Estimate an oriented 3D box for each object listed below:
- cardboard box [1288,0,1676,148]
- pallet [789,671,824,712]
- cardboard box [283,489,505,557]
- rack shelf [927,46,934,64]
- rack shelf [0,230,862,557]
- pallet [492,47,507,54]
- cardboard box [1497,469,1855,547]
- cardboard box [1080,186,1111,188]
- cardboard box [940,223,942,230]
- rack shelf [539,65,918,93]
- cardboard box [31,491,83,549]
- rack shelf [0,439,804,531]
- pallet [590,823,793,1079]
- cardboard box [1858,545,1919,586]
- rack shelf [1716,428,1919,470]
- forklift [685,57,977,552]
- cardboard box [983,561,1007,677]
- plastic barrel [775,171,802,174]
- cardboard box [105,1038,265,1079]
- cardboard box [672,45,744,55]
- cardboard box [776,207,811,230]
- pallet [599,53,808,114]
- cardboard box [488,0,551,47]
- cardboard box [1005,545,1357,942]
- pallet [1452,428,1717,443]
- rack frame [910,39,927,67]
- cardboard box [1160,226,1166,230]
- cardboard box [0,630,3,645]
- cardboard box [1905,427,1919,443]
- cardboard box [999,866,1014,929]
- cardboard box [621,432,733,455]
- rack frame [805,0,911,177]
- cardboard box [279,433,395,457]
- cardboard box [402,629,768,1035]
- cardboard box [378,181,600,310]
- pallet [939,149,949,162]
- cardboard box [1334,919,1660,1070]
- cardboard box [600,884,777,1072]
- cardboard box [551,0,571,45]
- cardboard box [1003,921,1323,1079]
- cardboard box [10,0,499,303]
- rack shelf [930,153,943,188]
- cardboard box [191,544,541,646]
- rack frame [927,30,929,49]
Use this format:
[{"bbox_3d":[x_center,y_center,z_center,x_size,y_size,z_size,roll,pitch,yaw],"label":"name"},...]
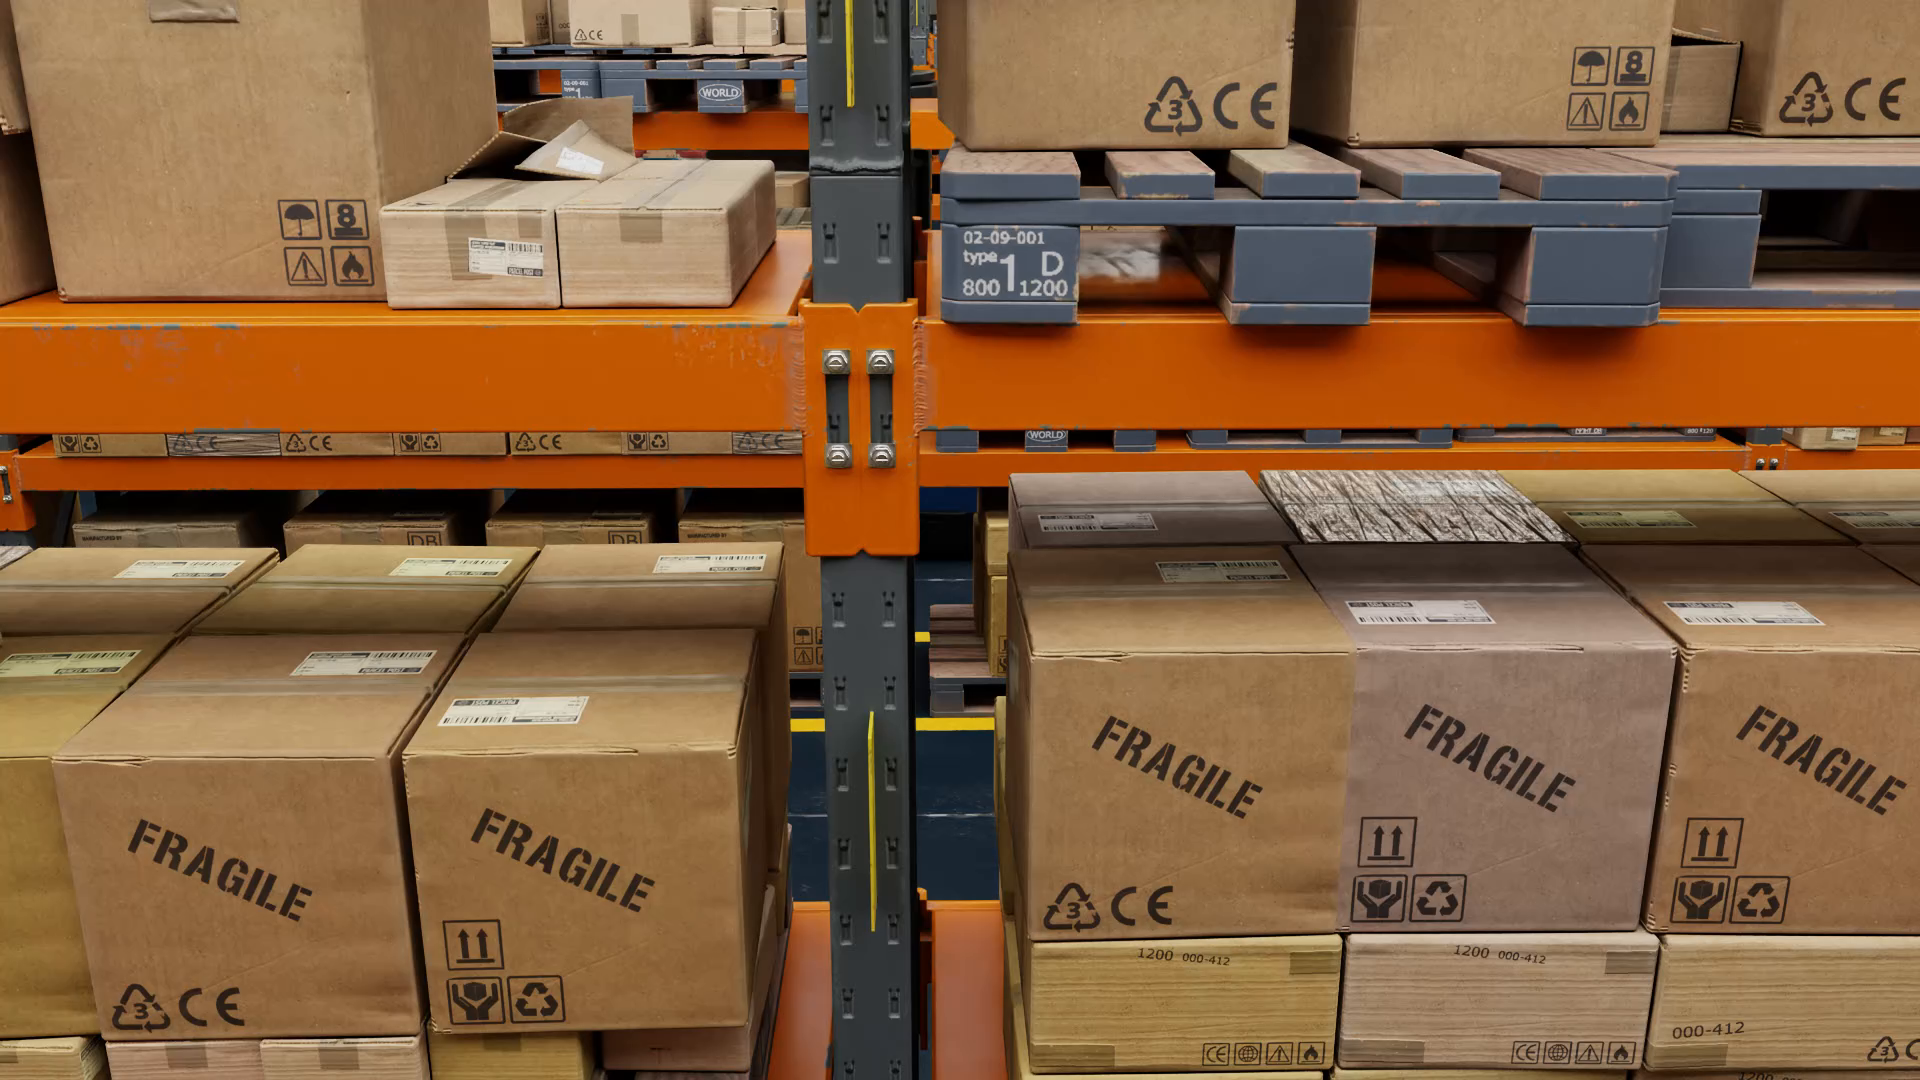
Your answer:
[{"bbox_3d":[0.836,-0.962,2.873,0.500,0.500,0.700,-1,18,-4],"label":"cardboard box"},{"bbox_3d":[-1.120,0.574,8.412,1.213,0.211,1.003,0,18,-1],"label":"pallet"},{"bbox_3d":[-2.746,0.122,8.252,0.750,0.750,1.050,0,18,-1],"label":"cardboard box"},{"bbox_3d":[1.614,-4.858,17.048,4.000,0.370,1.077,0,18,-1],"label":"rack shelf"},{"bbox_3d":[-2.151,-0.299,2.837,4.000,0.370,1.077,0,18,-1],"label":"rack shelf"},{"bbox_3d":[-3.688,-3.540,12.069,1.003,0.211,1.213,0,18,-1],"label":"pallet"},{"bbox_3d":[1.371,0.165,3.321,0.500,0.500,0.500,0,18,-1],"label":"cardboard box"},{"bbox_3d":[1.075,-2.776,12.485,0.637,0.503,0.797,0,18,0],"label":"cardboard box"},{"bbox_3d":[-0.001,-4.210,22.131,0.500,0.500,0.500,0,18,1],"label":"cardboard box"},{"bbox_3d":[-2.307,-3.326,12.272,4.000,0.370,1.077,0,18,-1],"label":"rack shelf"},{"bbox_3d":[-4.960,0.078,8.184,0.875,0.875,0.875,0,18,0],"label":"cardboard box"},{"bbox_3d":[-2.330,-0.382,8.006,4.000,0.370,1.077,0,18,-1],"label":"rack shelf"},{"bbox_3d":[-0.862,0.904,3.132,1.003,0.211,1.213,0,18,-1],"label":"pallet"},{"bbox_3d":[1.864,0.321,2.836,0.500,0.500,0.500,0,18,0],"label":"cardboard box"},{"bbox_3d":[5.669,-0.421,8.127,4.000,0.370,1.077,0,18,-1],"label":"rack shelf"},{"bbox_3d":[-0.943,-1.470,10.331,3.031,2.935,1.130,3,18,8],"label":"forklift"},{"bbox_3d":[0.381,0.330,8.012,0.500,0.500,0.500,-1,18,-3],"label":"cardboard box"},{"bbox_3d":[-1.832,-3.744,17.124,0.421,0.512,0.421,0,18,0],"label":"plastic barrel"},{"bbox_3d":[-1.245,0.807,2.845,0.250,0.149,0.380,-1,18,-3],"label":"cardboard box"},{"bbox_3d":[-1.777,-3.521,11.949,0.500,0.250,0.500,0,18,1],"label":"cardboard box"},{"bbox_3d":[-0.779,-1.259,7.761,0.500,0.500,0.700,0,18,-1],"label":"cardboard box"},{"bbox_3d":[-0.973,-2.054,7.437,1.003,0.211,1.213,1,18,2],"label":"pallet"},{"bbox_3d":[-2.064,-2.364,7.081,0.500,0.500,0.500,0,18,-1],"label":"cardboard box"},{"bbox_3d":[0.346,0.325,2.822,0.500,0.500,0.500,-1,18,-3],"label":"cardboard box"},{"bbox_3d":[2.903,-0.703,8.143,1.213,0.211,1.003,0,18,-1],"label":"pallet"},{"bbox_3d":[-0.308,-2.250,12.650,0.127,3.000,1.000,0,18,-1],"label":"rack frame"},{"bbox_3d":[1.710,-2.225,12.410,0.500,0.500,0.500,0,18,-1],"label":"cardboard box"},{"bbox_3d":[-1.783,0.173,2.698,0.250,0.149,0.380,-1,18,-3],"label":"cardboard box"},{"bbox_3d":[4.480,-0.577,7.846,0.250,0.149,0.380,-1,18,-3],"label":"cardboard box"},{"bbox_3d":[0.350,0.767,3.493,0.500,0.250,0.500,-1,18,-3],"label":"cardboard box"},{"bbox_3d":[-1.275,-0.696,7.643,0.500,0.500,0.500,0,18,-1],"label":"cardboard box"},{"bbox_3d":[-0.151,-2.080,2.299,0.127,3.000,1.000,0,18,-1],"label":"rack frame"},{"bbox_3d":[-2.795,-0.687,7.616,0.500,0.500,0.500,0,18,-1],"label":"cardboard box"},{"bbox_3d":[-0.601,0.475,2.819,0.500,0.500,0.500,-1,18,-2],"label":"cardboard box"},{"bbox_3d":[-0.711,-0.462,2.579,0.250,0.149,0.380,0,18,-1],"label":"cardboard box"},{"bbox_3d":[0.216,-5.209,22.188,1.003,0.211,1.213,0,18,-1],"label":"pallet"},{"bbox_3d":[0.876,0.681,2.941,0.500,0.250,0.500,0,18,0],"label":"cardboard box"},{"bbox_3d":[-0.475,0.770,2.960,0.250,0.149,0.380,0,18,1],"label":"cardboard box"},{"bbox_3d":[-1.558,-2.400,7.603,0.500,0.250,0.500,0,18,1],"label":"cardboard box"},{"bbox_3d":[0.342,0.923,3.006,0.500,0.250,0.500,-1,18,-2],"label":"cardboard box"},{"bbox_3d":[-1.099,-0.698,2.737,0.500,0.500,0.700,0,18,-1],"label":"cardboard box"},{"bbox_3d":[1.539,-4.943,22.222,4.000,0.370,1.077,0,18,-1],"label":"rack shelf"},{"bbox_3d":[-1.126,0.324,3.289,0.500,0.500,0.500,1,18,2],"label":"cardboard box"},{"bbox_3d":[-0.386,-3.763,17.366,0.127,3.000,1.000,0,18,-1],"label":"rack frame"}]
